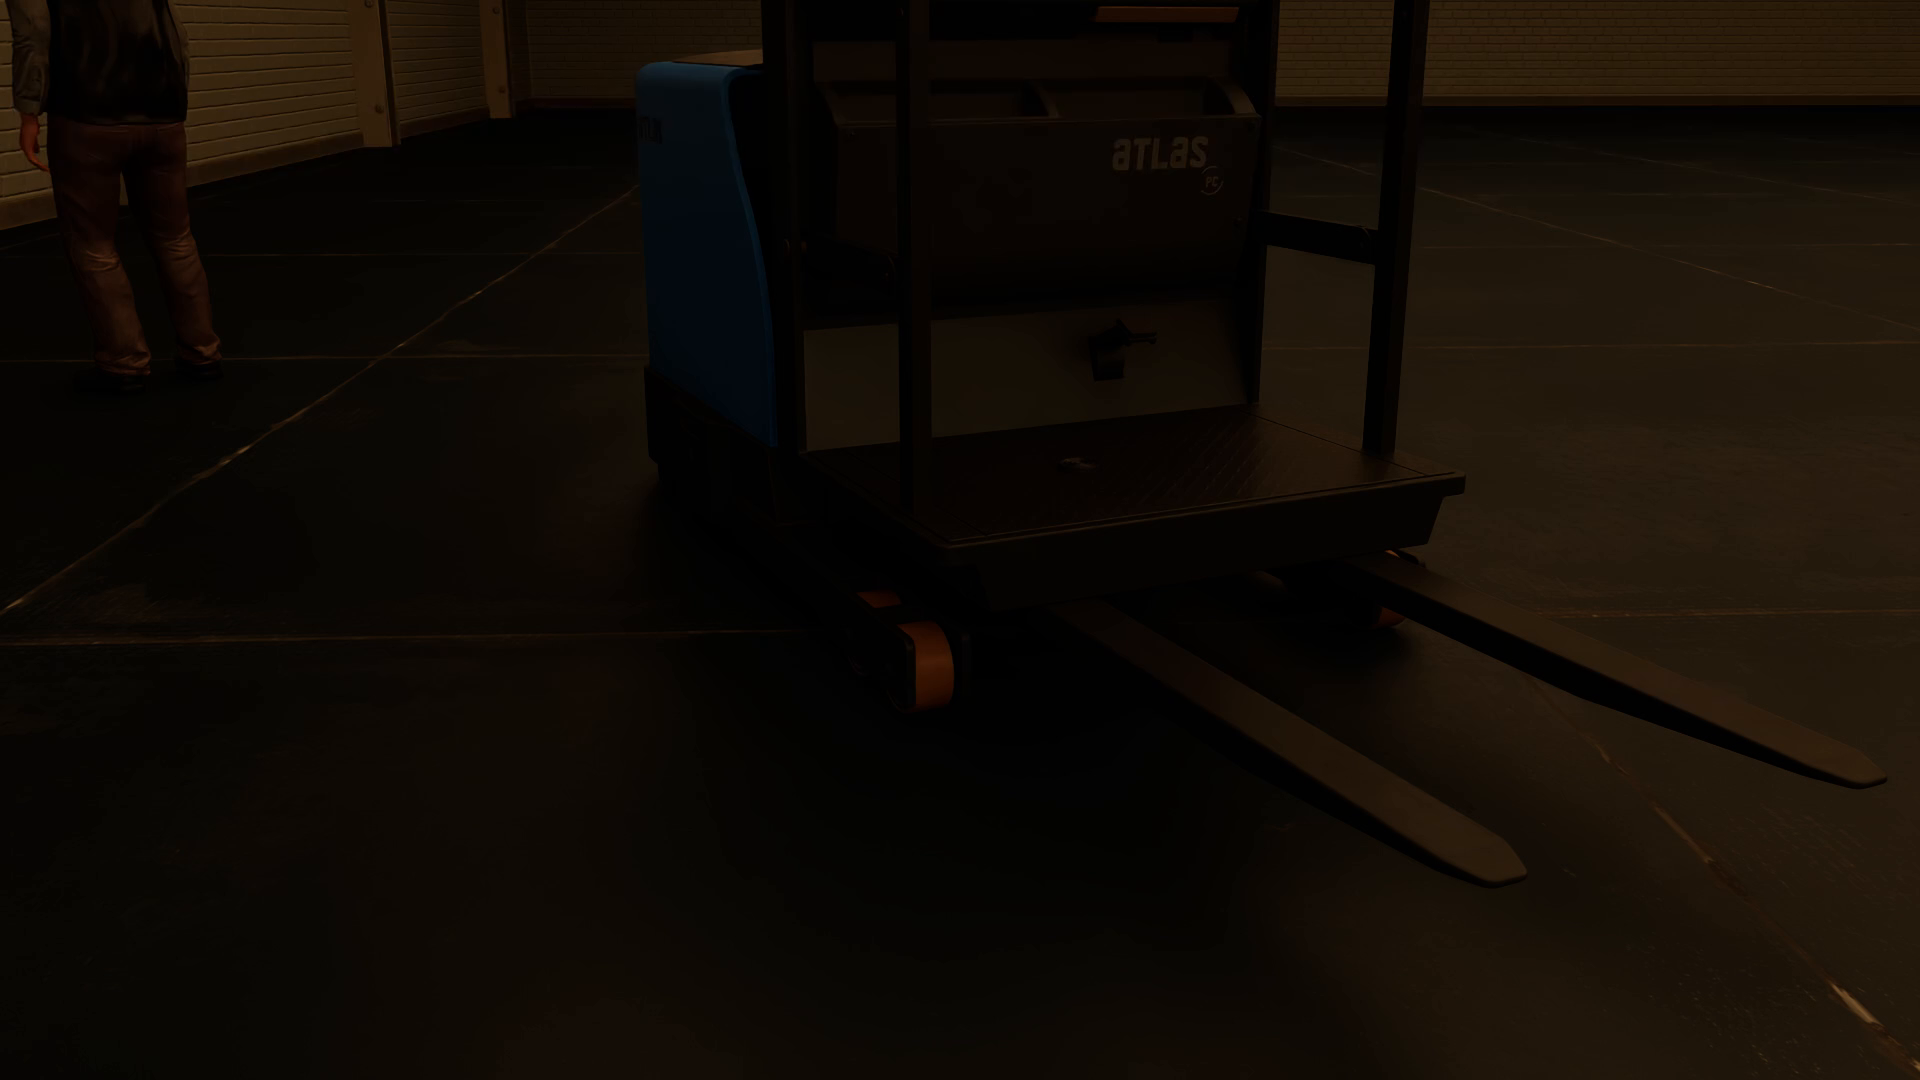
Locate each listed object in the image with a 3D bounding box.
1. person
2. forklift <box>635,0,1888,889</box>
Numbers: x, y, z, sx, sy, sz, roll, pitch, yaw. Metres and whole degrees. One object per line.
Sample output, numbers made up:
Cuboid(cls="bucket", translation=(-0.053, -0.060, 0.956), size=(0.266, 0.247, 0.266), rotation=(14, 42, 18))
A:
Cuboid(cls="person", translation=(-2.731, -1.343, 5.366), size=(0.421, 1.721, 0.594), rotation=(10, 20, 30))
Cuboid(cls="forklift", translation=(0.258, -1.240, 2.962), size=(1.130, 2.935, 3.031), rotation=(-8, 19, -24))
